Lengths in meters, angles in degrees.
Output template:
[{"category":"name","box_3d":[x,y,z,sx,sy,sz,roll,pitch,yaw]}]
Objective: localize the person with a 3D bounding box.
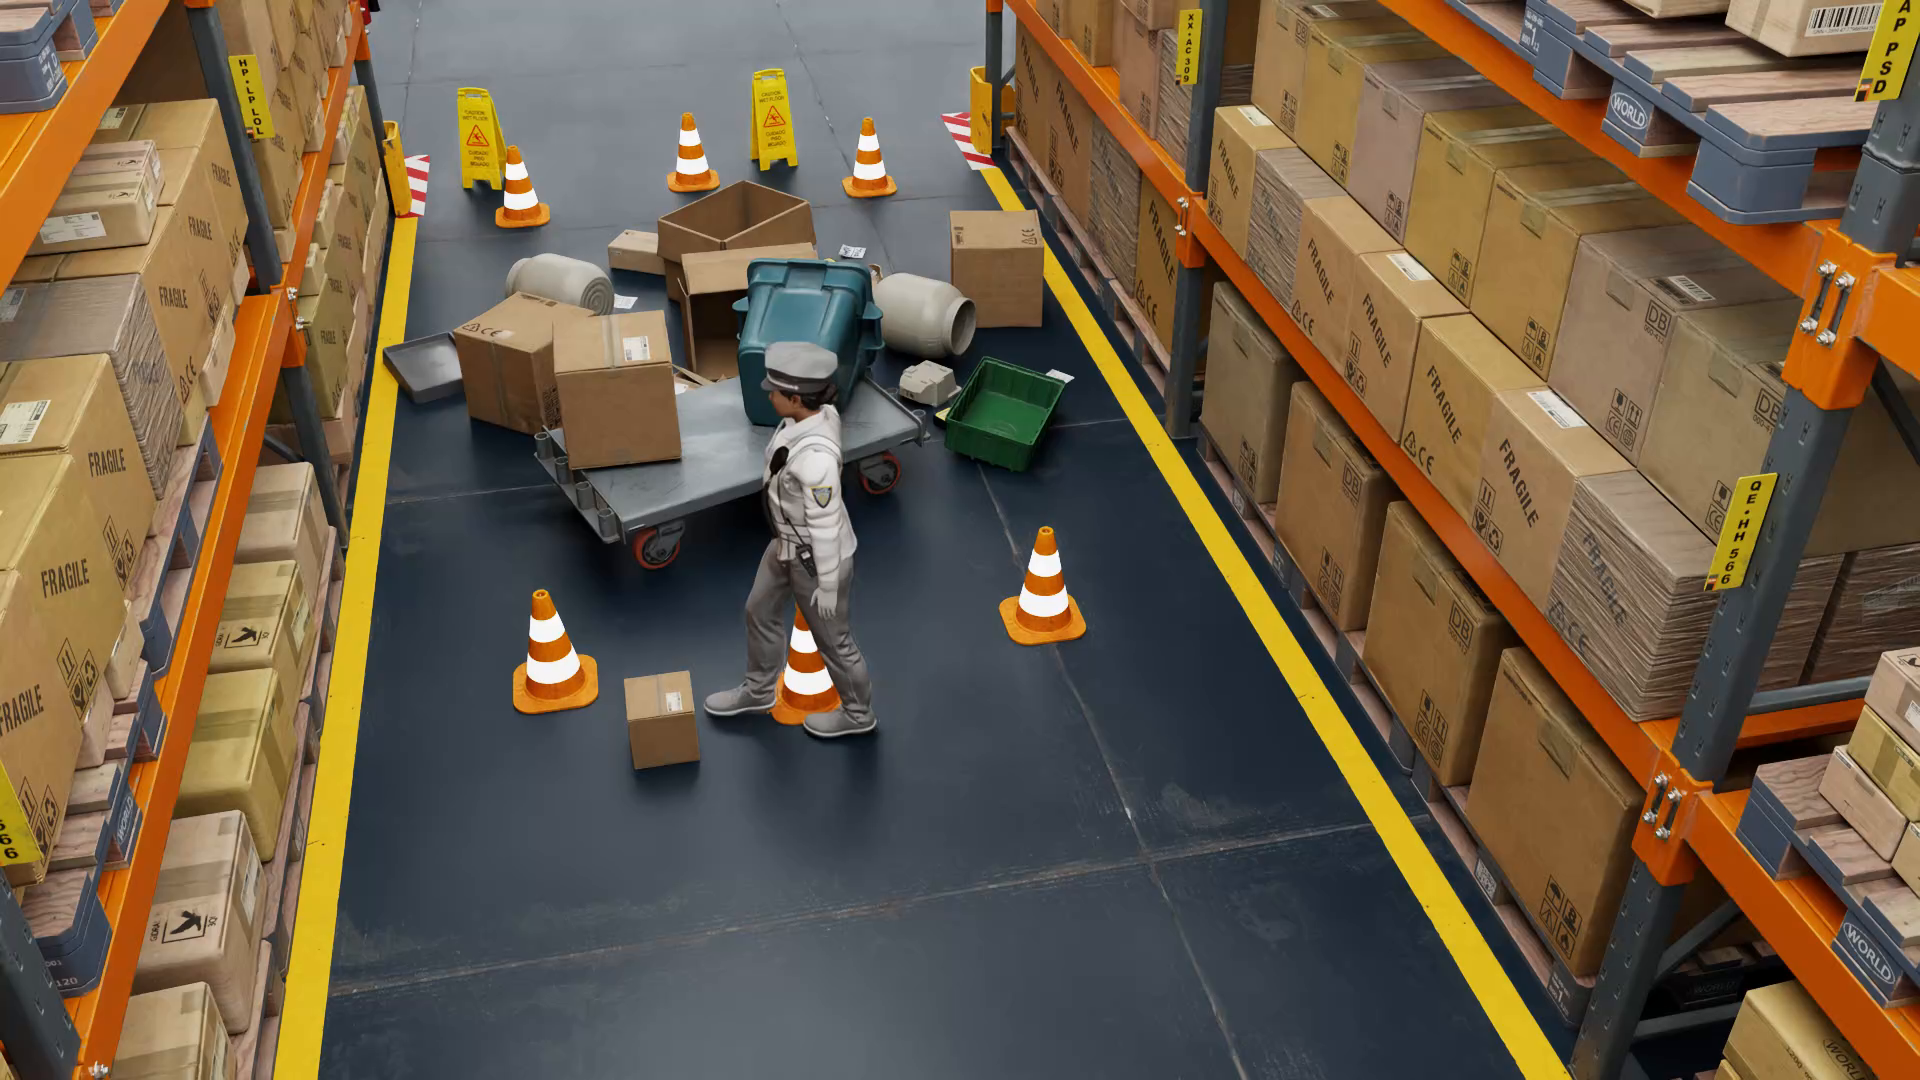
[{"category":"person","box_3d":[-0.662,0.055,6.040,0.666,1.664,0.507,-5,35,-7]}]
